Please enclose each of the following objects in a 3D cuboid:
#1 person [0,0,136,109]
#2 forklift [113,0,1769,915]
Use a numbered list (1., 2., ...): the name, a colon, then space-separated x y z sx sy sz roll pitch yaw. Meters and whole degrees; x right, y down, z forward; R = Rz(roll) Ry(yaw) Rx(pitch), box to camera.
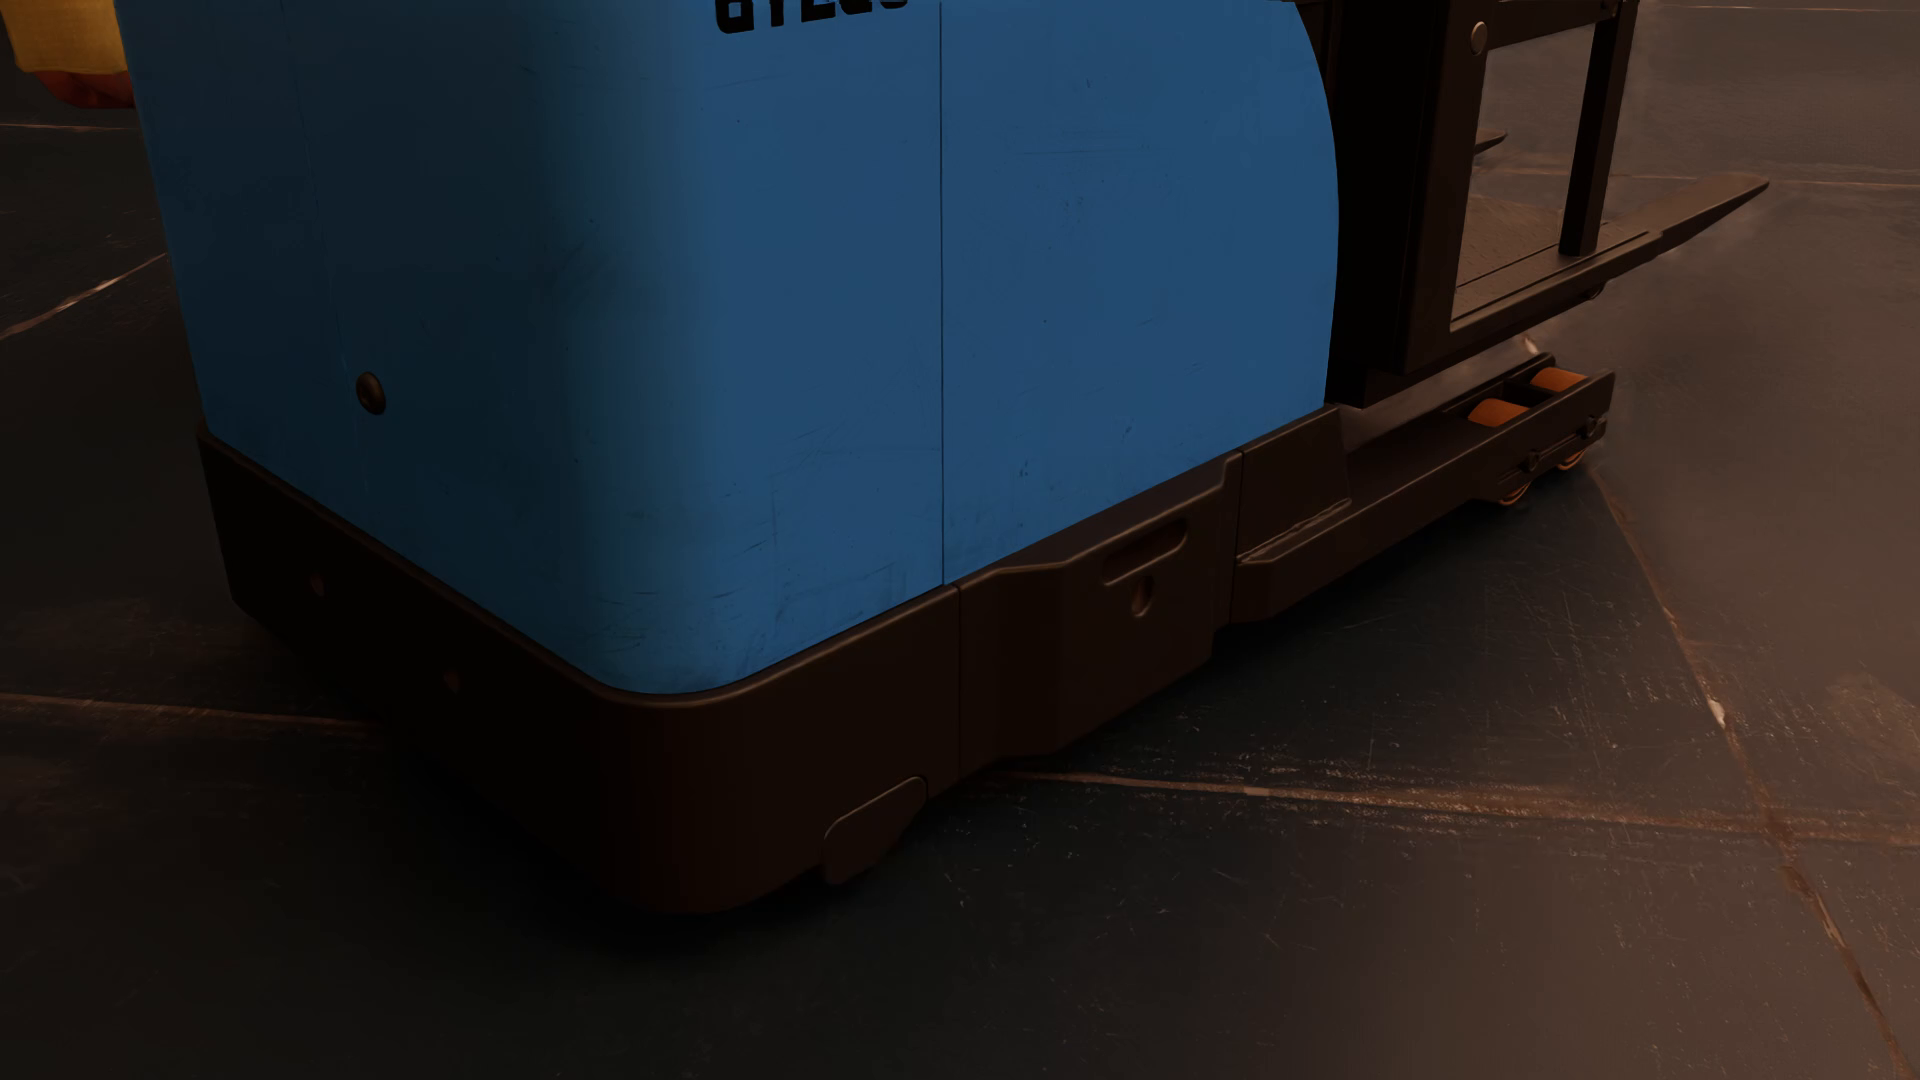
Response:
1. person: -1.466 -1.012 3.060 1.112 1.363 0.877 12 29 22
2. forklift: 0.425 -1.509 2.241 1.130 2.935 3.031 24 35 39
